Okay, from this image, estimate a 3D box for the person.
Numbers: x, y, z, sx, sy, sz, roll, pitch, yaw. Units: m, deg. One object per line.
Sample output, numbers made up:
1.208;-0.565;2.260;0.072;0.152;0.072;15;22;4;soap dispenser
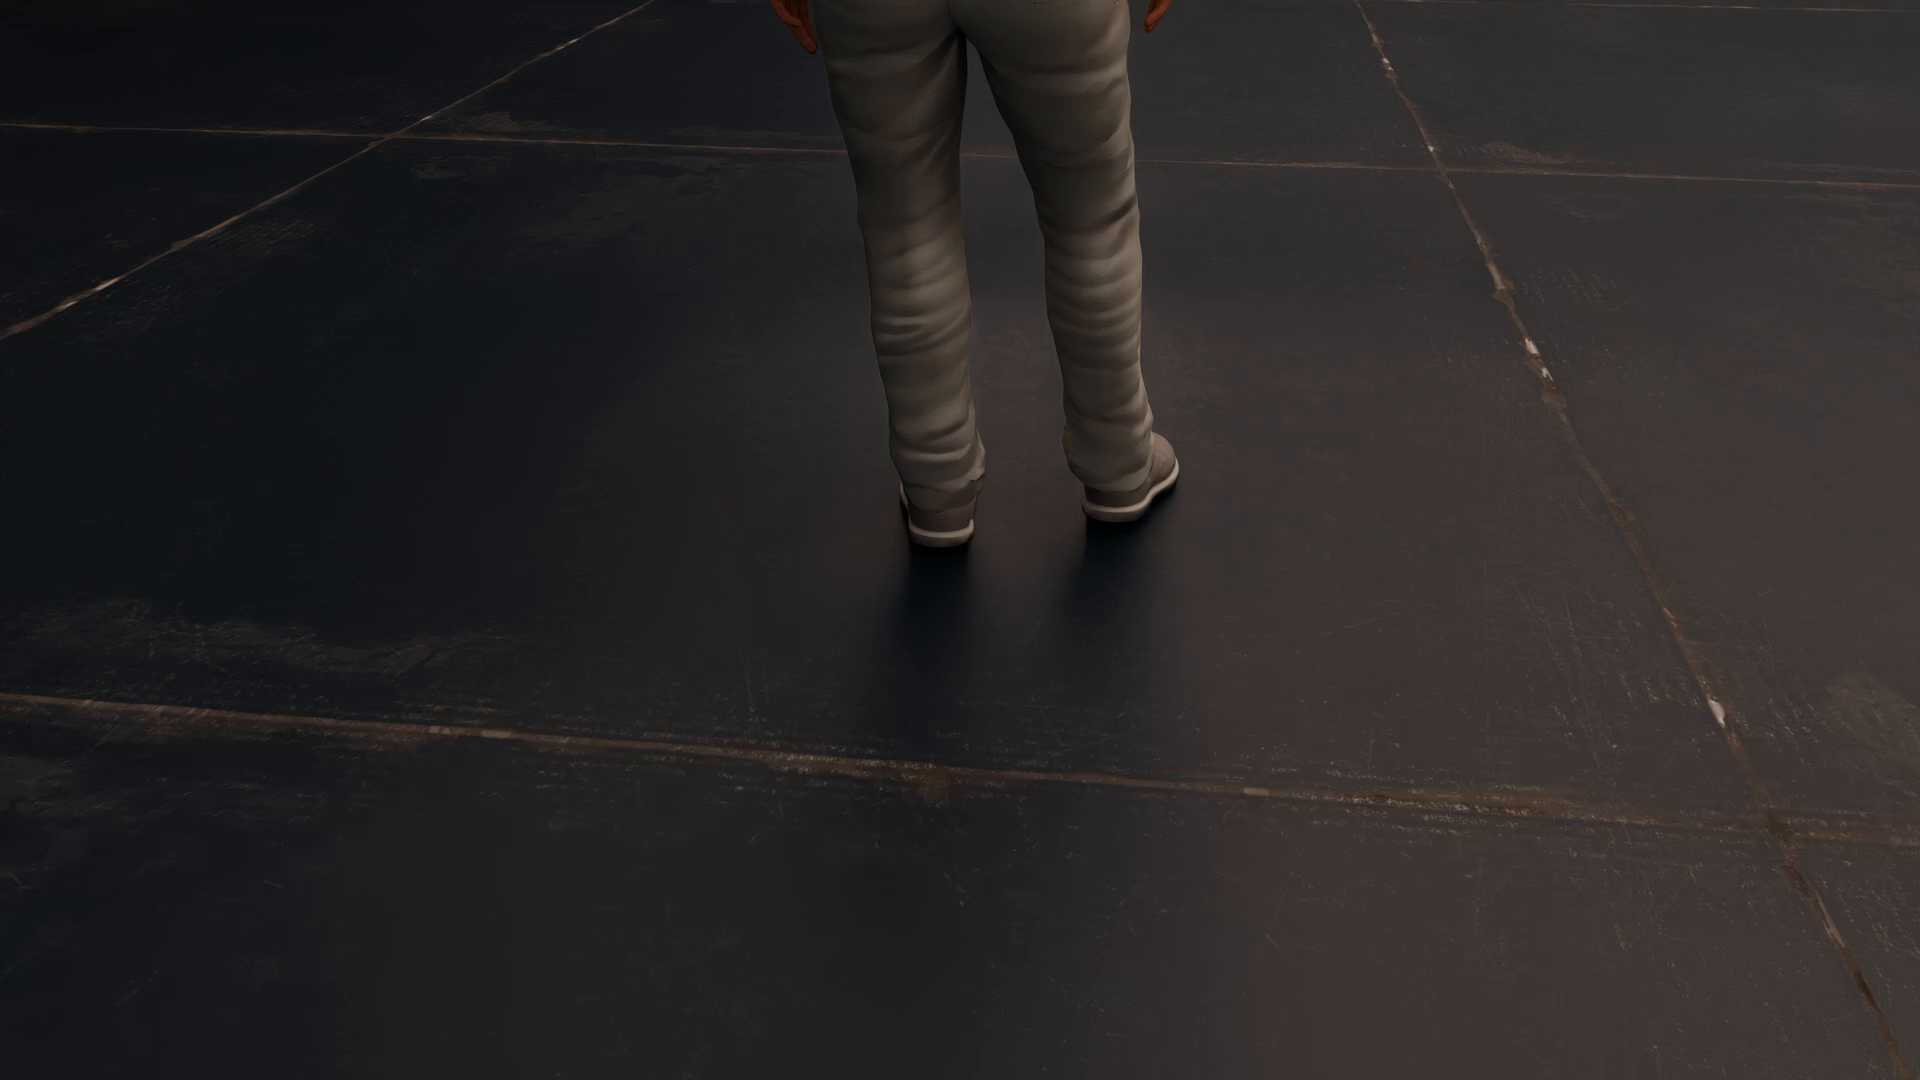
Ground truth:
0.032;-0.785;2.190;0.599;1.670;0.529;3;27;7;person
